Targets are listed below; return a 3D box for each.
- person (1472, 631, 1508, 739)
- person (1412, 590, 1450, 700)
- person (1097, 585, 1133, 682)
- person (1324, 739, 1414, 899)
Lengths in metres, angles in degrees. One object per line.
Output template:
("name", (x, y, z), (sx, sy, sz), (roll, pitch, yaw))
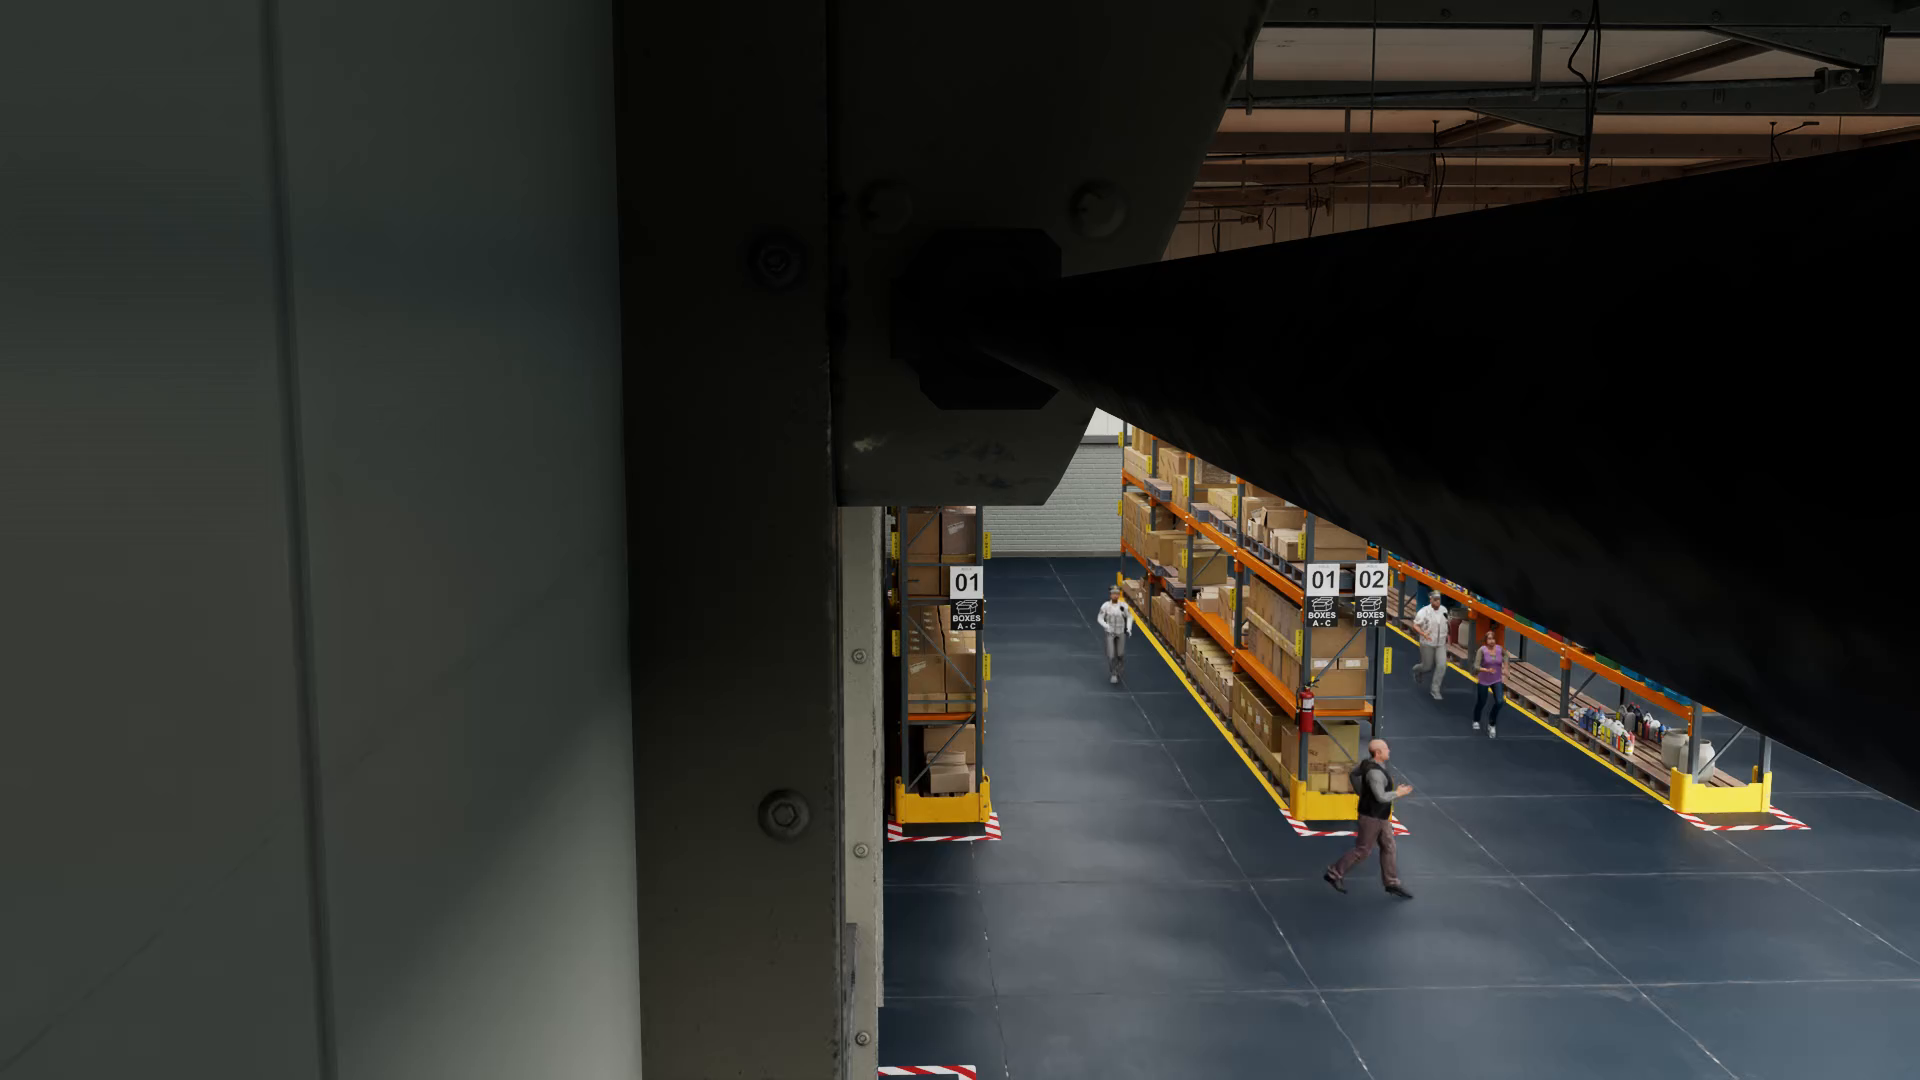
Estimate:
("person", (7.804, 2.110, 24.457), (0.545, 1.589, 0.813), (1, 8, 4))
("person", (7.709, 1.681, 27.164), (0.673, 1.790, 0.814), (-1, 8, -9))
("person", (2.625, 1.581, 28.098), (0.612, 1.658, 0.548), (0, 8, 3))
("person", (4.389, 2.969, 17.761), (0.948, 1.732, 0.645), (2, 8, 13))
